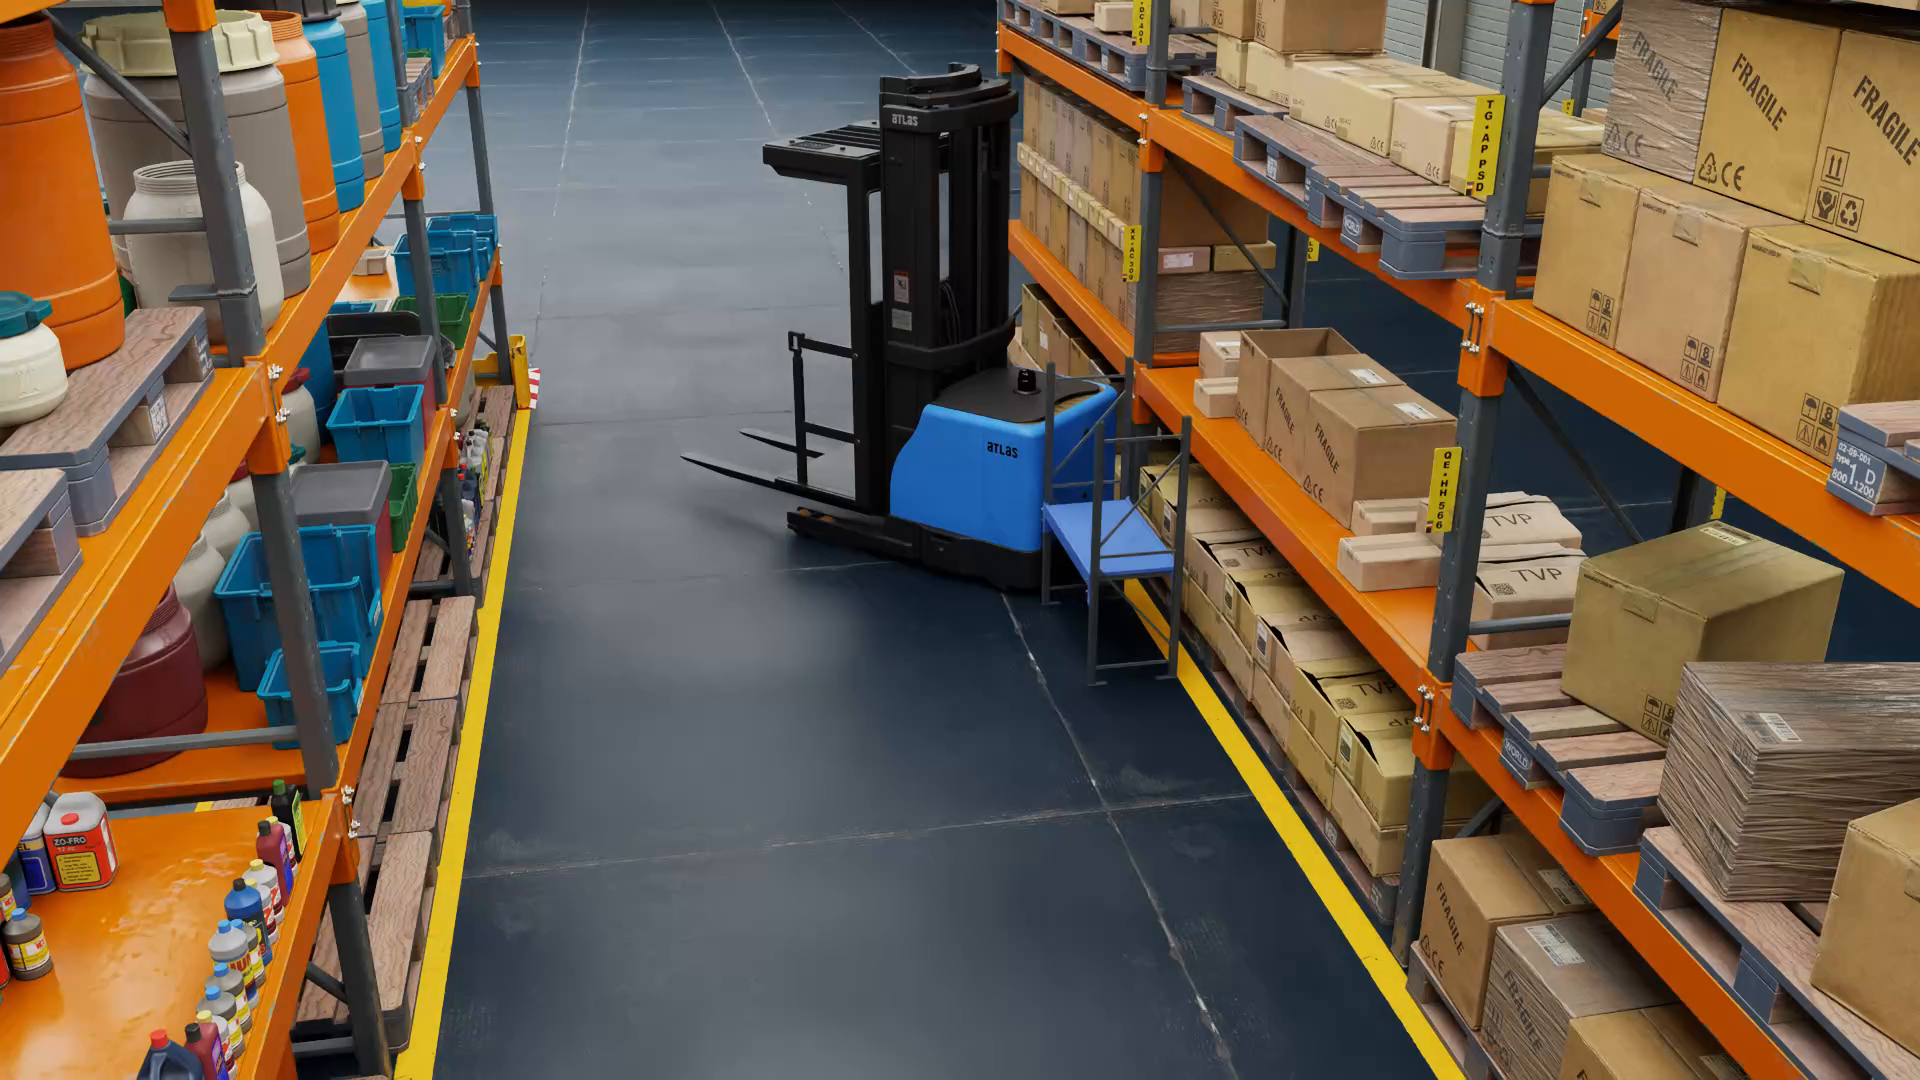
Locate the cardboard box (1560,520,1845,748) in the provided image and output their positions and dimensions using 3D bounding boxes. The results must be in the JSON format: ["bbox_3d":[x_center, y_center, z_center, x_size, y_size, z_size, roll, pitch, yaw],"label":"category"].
[{"bbox_3d":[2.505,0.312,5.638,0.700,0.500,0.500,-13,27,-27],"label":"cardboard box"}]

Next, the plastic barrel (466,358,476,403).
[{"bbox_3d":[-3.873,-1.270,12.493,0.421,0.512,0.421,0,24,0],"label":"plastic barrel"}]

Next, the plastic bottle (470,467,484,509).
[{"bbox_3d":[-3.097,-0.344,10.635,0.061,0.283,0.133,-3,24,-7],"label":"plastic bottle"}]

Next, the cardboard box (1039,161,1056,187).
[{"bbox_3d":[0.800,-2.707,12.265,0.380,0.149,0.250,-5,24,-11],"label":"cardboard box"}]

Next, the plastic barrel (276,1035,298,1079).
[{"bbox_3d":[-2.484,1.669,5.367,0.600,0.830,0.708,-4,24,-10],"label":"plastic barrel"}]

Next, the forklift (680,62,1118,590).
[{"bbox_3d":[-0.512,-1.486,10.491,3.031,2.935,1.130,16,28,32],"label":"forklift"}]

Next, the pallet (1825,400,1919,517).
[{"bbox_3d":[2.771,-0.073,3.657,1.213,0.211,1.003,-4,24,-10],"label":"pallet"}]

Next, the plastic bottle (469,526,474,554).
[{"bbox_3d":[-2.978,-0.014,9.981,0.097,0.201,0.097,0,24,0],"label":"plastic bottle"}]

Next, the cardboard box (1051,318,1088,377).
[{"bbox_3d":[0.954,-1.294,11.939,0.500,0.500,0.500,-4,24,-10],"label":"cardboard box"}]

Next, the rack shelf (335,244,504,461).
[{"bbox_3d":[-3.700,-1.354,11.002,1.077,0.370,4.000,-4,24,-10],"label":"rack shelf"}]

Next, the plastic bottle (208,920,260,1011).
[{"bbox_3d":[-1.979,1.153,4.522,0.097,0.271,0.097,0,24,0],"label":"plastic bottle"}]

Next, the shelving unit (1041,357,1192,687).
[{"bbox_3d":[0.830,-0.122,9.155,0.538,1.500,1.048,-5,24,-10],"label":"shelving unit"}]

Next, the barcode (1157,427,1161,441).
[{"bbox_3d":[1.176,-0.627,9.812,0.001,0.075,0.075,-4,24,-10],"label":"barcode"}]

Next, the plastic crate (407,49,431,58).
[{"bbox_3d":[-3.355,-2.815,9.966,0.336,0.188,0.450,-4,24,-10],"label":"plastic crate"}]

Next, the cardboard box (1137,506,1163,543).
[{"bbox_3d":[1.369,-0.018,9.953,0.500,0.250,0.500,-5,24,-11],"label":"cardboard box"}]

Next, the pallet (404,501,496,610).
[{"bbox_3d":[-3.414,0.114,10.226,1.003,0.211,1.213,-4,24,-10],"label":"pallet"}]

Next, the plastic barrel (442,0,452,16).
[{"bbox_3d":[-3.856,-4.053,11.472,0.600,0.830,0.708,-4,24,-10],"label":"plastic barrel"}]

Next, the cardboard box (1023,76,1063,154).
[{"bbox_3d":[0.882,-3.271,12.745,0.700,0.500,0.500,-4,24,-10],"label":"cardboard box"}]

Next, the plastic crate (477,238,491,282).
[{"bbox_3d":[-3.569,-1.972,11.703,0.499,0.251,0.408,-4,24,-10],"label":"plastic crate"}]

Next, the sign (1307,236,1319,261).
[{"bbox_3d":[2.069,-1.801,9.777,0.100,0.325,0.005,-4,24,-10],"label":"sign"}]

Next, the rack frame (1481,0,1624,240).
[{"bbox_3d":[2.278,-2.438,5.089,1.000,3.000,0.127,-4,24,-10],"label":"rack frame"}]

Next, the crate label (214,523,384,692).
[{"bbox_3d":[-2.509,0.249,6.387,0.502,0.435,0.616,-4,24,-10],"label":"crate label"}]

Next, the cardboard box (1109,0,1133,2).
[{"bbox_3d":[1.357,-3.598,10.664,0.797,0.503,0.637,-2,24,-4],"label":"cardboard box"}]

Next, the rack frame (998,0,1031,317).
[{"bbox_3d":[0.798,-2.836,13.495,1.000,3.000,0.127,-4,24,-10],"label":"rack frame"}]

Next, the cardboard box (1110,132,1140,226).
[{"bbox_3d":[1.355,-2.275,10.466,0.700,0.500,0.500,-4,24,-10],"label":"cardboard box"}]

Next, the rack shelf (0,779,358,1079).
[{"bbox_3d":[-2.221,1.793,3.797,1.077,0.370,4.000,-4,24,-10],"label":"rack shelf"}]

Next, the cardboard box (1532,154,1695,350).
[{"bbox_3d":[2.391,-0.940,5.282,0.910,0.500,0.500,-4,24,-10],"label":"cardboard box"}]

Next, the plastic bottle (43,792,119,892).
[{"bbox_3d":[-2.679,0.916,5.060,0.152,0.276,0.135,-4,24,-10],"label":"plastic bottle"}]

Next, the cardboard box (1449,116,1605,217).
[{"bbox_3d":[2.138,-1.362,6.035,0.500,0.250,0.500,-6,24,-14],"label":"cardboard box"}]

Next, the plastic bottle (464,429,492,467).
[{"bbox_3d":[-3.280,-0.633,11.305,0.152,0.276,0.135,-4,24,-9],"label":"plastic bottle"}]

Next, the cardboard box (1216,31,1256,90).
[{"bbox_3d":[1.643,-2.518,8.681,0.500,0.250,0.500,-2,24,-4],"label":"cardboard box"}]

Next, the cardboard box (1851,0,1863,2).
[{"bbox_3d":[5.988,-3.440,10.981,0.500,0.500,0.500,-6,24,-14],"label":"cardboard box"}]

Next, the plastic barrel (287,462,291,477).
[{"bbox_3d":[-3.234,-0.278,7.470,0.433,0.535,0.433,0,24,0],"label":"plastic barrel"}]

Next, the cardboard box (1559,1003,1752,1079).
[{"bbox_3d":[2.271,1.858,5.321,0.500,0.500,0.500,-5,24,-10],"label":"cardboard box"}]

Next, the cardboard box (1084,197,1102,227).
[{"bbox_3d":[1.044,-2.196,11.095,0.380,0.149,0.250,-4,24,-8],"label":"cardboard box"}]

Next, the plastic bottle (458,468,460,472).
[{"bbox_3d":[-3.171,-0.326,10.608,0.097,0.271,0.097,0,24,0],"label":"plastic bottle"}]

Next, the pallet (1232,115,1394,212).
[{"bbox_3d":[1.855,-1.677,7.330,1.003,0.211,1.213,-3,24,-7],"label":"pallet"}]

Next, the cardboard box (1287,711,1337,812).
[{"bbox_3d":[1.842,0.987,7.652,0.500,0.250,0.500,-5,24,-10],"label":"cardboard box"}]

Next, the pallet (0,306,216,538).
[{"bbox_3d":[-2.546,-0.304,4.186,1.003,0.211,1.213,-4,24,-10],"label":"pallet"}]

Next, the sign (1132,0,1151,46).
[{"bbox_3d":[0.993,-2.868,9.077,0.100,0.325,0.005,-4,24,-10],"label":"sign"}]

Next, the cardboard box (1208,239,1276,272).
[{"bbox_3d":[1.679,-1.725,10.017,0.380,0.149,0.250,-4,24,-10],"label":"cardboard box"}]

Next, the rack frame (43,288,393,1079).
[{"bbox_3d":[-2.591,0.676,5.454,1.000,3.000,0.127,-4,24,-10],"label":"rack frame"}]

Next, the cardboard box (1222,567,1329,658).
[{"bbox_3d":[1.655,0.334,8.448,0.500,0.311,0.500,-4,24,-8],"label":"cardboard box"}]

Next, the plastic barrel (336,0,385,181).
[{"bbox_3d":[-2.902,-2.060,7.345,0.600,0.901,0.600,0,24,0],"label":"plastic barrel"}]

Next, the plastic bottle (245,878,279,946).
[{"bbox_3d":[-2.033,1.071,4.799,0.097,0.201,0.097,0,24,0],"label":"plastic bottle"}]

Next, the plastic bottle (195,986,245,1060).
[{"bbox_3d":[-1.943,1.262,4.361,0.097,0.201,0.097,0,24,0],"label":"plastic bottle"}]

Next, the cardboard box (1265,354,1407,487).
[{"bbox_3d":[1.854,-0.601,8.252,0.500,0.500,0.500,-4,24,-10],"label":"cardboard box"}]

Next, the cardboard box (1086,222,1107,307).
[{"bbox_3d":[1.257,-1.887,11.197,0.700,0.500,0.500,-4,24,-9],"label":"cardboard box"}]

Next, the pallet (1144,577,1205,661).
[{"bbox_3d":[1.713,0.302,9.794,1.003,0.211,1.213,-4,24,-10],"label":"pallet"}]

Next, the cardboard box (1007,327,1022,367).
[{"bbox_3d":[0.679,-1.541,13.440,0.500,0.250,0.500,-4,24,-10],"label":"cardboard box"}]
